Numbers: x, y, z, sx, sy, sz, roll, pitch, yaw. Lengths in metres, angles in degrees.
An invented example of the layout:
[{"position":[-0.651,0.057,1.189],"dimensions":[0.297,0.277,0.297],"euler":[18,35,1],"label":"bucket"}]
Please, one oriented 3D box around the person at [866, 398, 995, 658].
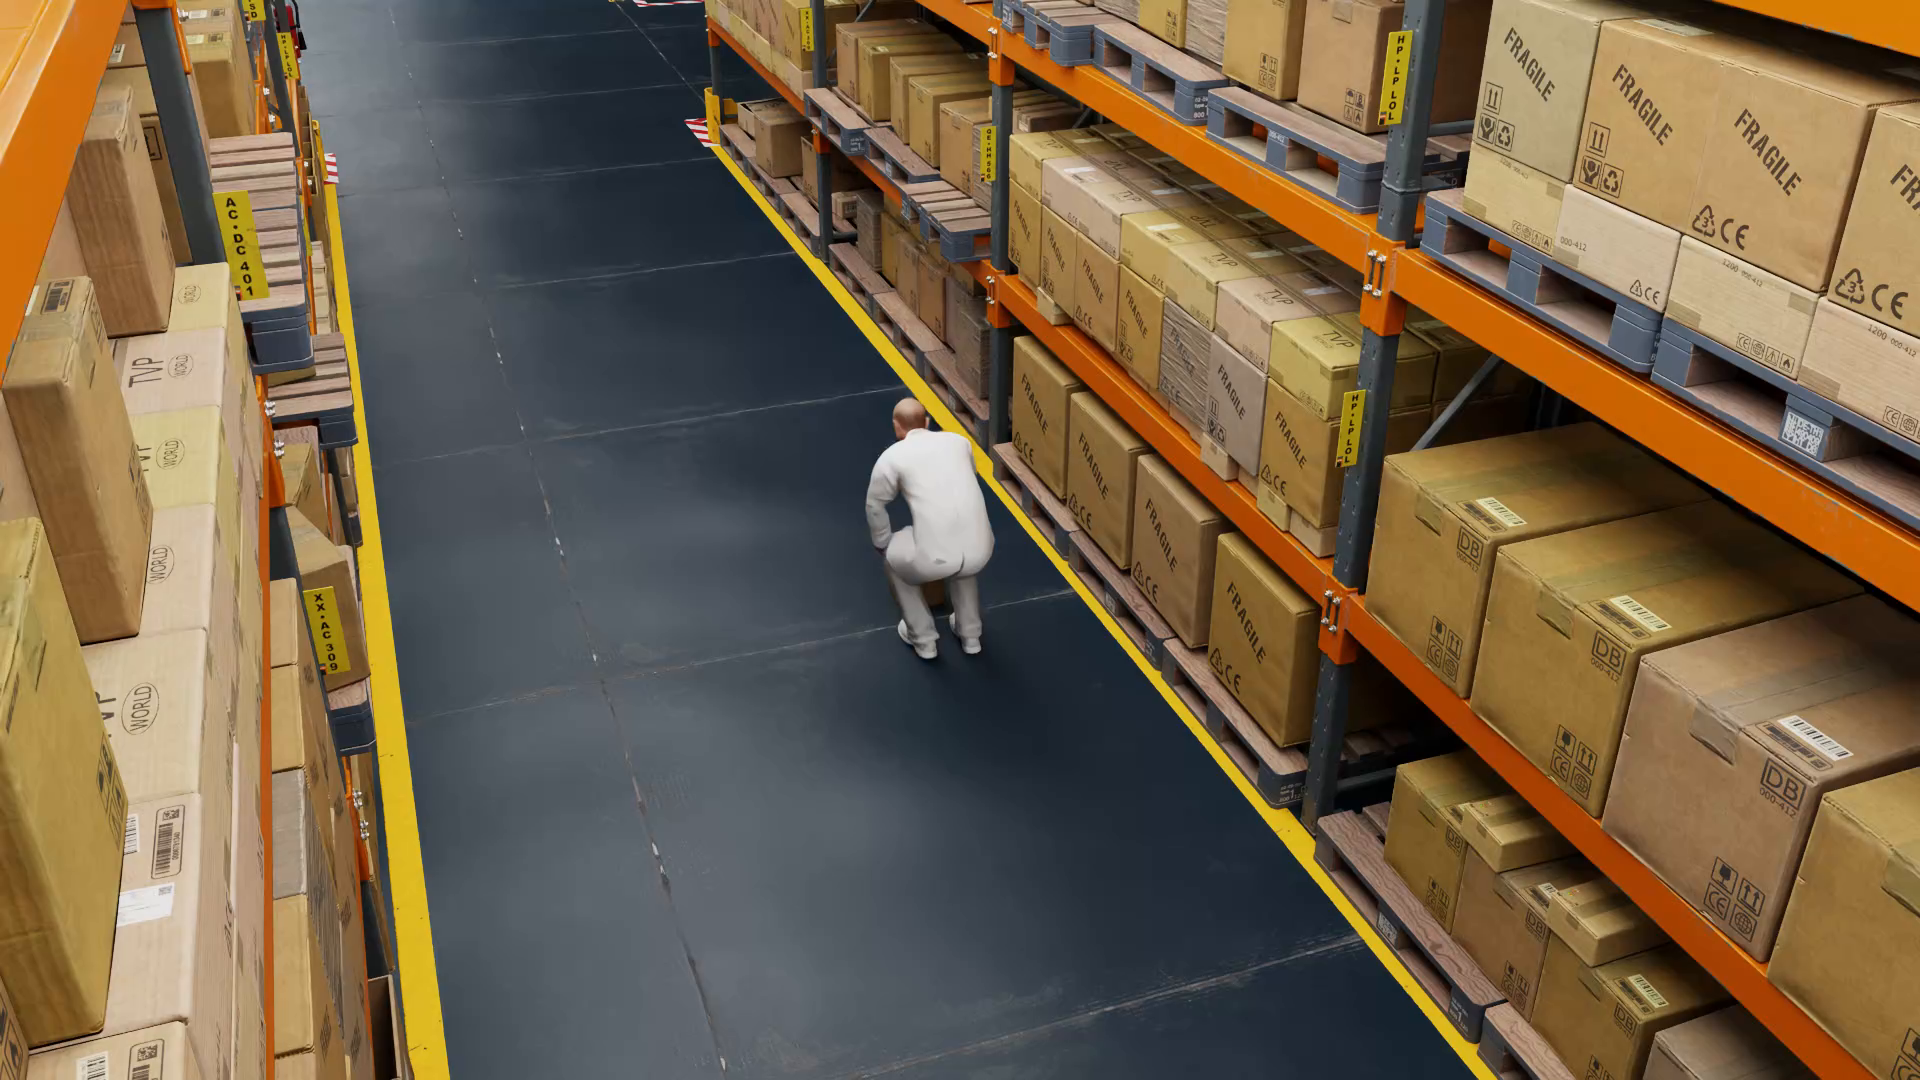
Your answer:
[{"position":[-0.148,-0.029,8.690],"dimensions":[0.631,1.294,0.780],"euler":[-10,31,-18],"label":"person"}]
